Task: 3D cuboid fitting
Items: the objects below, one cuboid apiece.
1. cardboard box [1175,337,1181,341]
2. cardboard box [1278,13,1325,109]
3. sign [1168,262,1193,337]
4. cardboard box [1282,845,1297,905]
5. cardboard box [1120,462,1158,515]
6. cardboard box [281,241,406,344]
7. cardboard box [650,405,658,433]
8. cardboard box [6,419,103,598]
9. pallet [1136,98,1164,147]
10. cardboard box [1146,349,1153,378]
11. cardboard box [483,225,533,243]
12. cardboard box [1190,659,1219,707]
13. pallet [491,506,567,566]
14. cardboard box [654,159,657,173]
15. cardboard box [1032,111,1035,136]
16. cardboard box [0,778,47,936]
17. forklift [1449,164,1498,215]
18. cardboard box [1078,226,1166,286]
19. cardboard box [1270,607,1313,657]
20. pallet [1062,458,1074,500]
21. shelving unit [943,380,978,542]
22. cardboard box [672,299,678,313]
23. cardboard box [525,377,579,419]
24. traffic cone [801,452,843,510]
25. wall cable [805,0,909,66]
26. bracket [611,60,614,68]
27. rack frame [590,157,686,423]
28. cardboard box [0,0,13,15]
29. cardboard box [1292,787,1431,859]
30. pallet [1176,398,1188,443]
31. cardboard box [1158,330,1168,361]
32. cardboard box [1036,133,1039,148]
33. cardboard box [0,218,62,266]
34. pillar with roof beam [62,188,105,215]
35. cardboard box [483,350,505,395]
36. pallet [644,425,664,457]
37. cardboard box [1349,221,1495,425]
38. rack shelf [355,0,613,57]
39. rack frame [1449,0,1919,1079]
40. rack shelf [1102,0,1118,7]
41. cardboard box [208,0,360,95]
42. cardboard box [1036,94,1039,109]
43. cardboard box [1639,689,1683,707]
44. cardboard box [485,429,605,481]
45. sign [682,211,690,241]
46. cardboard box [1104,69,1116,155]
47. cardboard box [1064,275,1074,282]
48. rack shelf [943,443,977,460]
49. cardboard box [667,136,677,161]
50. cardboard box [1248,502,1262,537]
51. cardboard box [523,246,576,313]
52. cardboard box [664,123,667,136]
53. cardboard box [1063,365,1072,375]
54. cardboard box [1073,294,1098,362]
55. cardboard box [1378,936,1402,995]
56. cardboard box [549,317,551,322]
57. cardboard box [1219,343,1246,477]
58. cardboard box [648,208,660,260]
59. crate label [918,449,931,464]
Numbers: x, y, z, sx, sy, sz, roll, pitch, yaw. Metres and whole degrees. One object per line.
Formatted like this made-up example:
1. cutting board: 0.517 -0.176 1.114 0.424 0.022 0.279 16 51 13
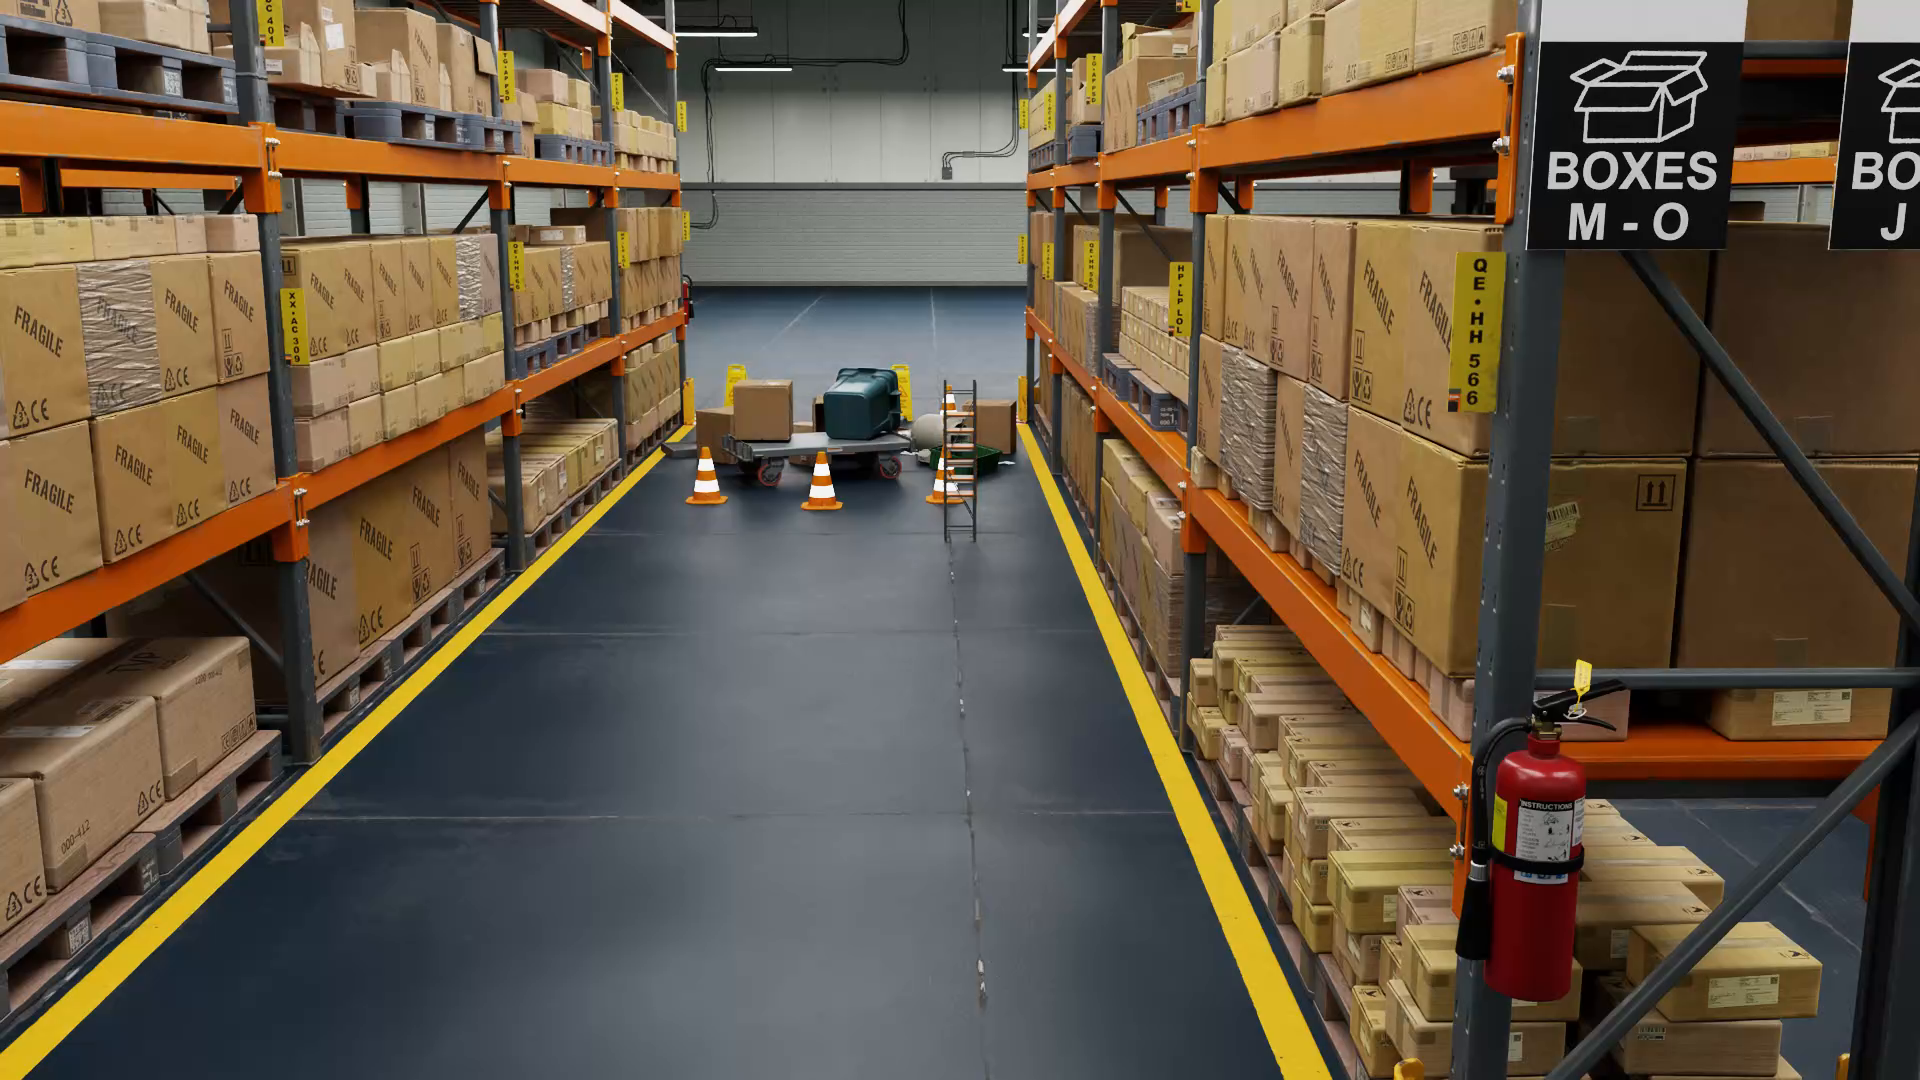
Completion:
1. cardboard box: 1.306 -1.104 8.535 0.380 0.149 0.250 0 11 -1
2. cardboard box: 1.288 -1.490 5.192 0.500 0.250 0.500 0 11 1
3. sign: 0.970 -1.058 7.318 0.100 0.325 0.005 0 11 -1
4. cardboard box: 1.291 1.132 5.551 0.380 0.149 0.250 0 11 0
5. cardboard box: 1.222 -0.300 9.836 0.500 0.250 0.500 0 11 -1
6. cardboard box: -3.190 -1.282 8.565 0.500 0.500 0.500 -1 11 -3
7. cardboard box: -3.365 -1.232 16.945 0.500 0.250 0.500 0 11 -2
8. cardboard box: -3.120 -0.105 5.279 0.500 0.500 0.500 0 11 1
9. pallet: 1.594 -2.201 8.791 1.213 0.211 1.003 0 11 -1
10. cardboard box: 1.279 -1.018 9.608 0.380 0.149 0.250 0 11 0
11. cardboard box: -3.931 -2.667 14.473 0.380 0.149 0.250 0 11 -1
12. cardboard box: 1.213 0.625 7.298 0.380 0.149 0.250 0 11 1
13. pallet: -3.519 -0.037 12.211 1.003 0.211 1.213 0 11 -1
14. cardboard box: -3.382 -3.913 17.392 0.380 0.149 0.250 0 11 -2
15. cardboard box: 1.042 -4.478 17.865 0.500 0.250 0.500 0 11 -2
16. cardboard box: -3.480 1.079 5.083 0.875 0.438 0.875 0 11 0
17. forklift: 4.350 -1.547 12.813 1.130 2.935 3.031 7 13 30
18. cardboard box: 1.388 -2.422 14.186 0.700 0.500 0.500 0 11 -2
19. cardboard box: 1.775 0.378 8.384 0.500 0.500 0.500 0 11 1
20. pallet: 1.451 -0.564 14.809 1.003 0.211 1.213 0 11 -1
21. shelving unit: 0.000 -0.591 12.454 0.258 1.200 0.189 0 11 -1
22. cardboard box: -3.332 -2.592 18.423 0.380 0.149 0.250 0 11 -2
23. cardboard box: -3.868 -1.386 15.818 0.500 0.500 0.500 0 11 -2
24. traffic cone: -1.156 -0.506 13.889 0.336 0.463 0.334 0 11 -1
25. wall cable: -3.079 -15.376 49.385 3.097 2.526 0.112 0 11 -1
26. bracket: -9.776 -13.262 46.242 0.235 0.232 0.430 0 11 -1
27. rack frame: -3.670 -2.839 19.006 1.000 3.000 0.127 0 11 -1
28. cardboard box: -3.231 -1.833 4.947 0.500 0.500 0.500 0 11 0
29. cardboard box: 1.260 0.891 5.240 0.380 0.149 0.250 0 11 1
30. pallet: 1.655 -0.552 8.218 1.003 0.211 1.213 0 11 -1
31. cardboard box: 1.288 -1.062 9.079 0.380 0.149 0.250 0 11 -1
32. cardboard box: 0.990 -4.160 17.302 0.380 0.149 0.250 0 11 -2
33. cardboard box: -3.114 -0.947 5.285 0.380 0.149 0.250 0 11 -1
34. pillar with roof beam: -5.215 -5.633 17.692 9.100 9.000 0.400 0 11 -1
35. cardboard box: -3.234 -1.075 10.692 0.500 0.250 0.500 -1 11 -3
36. pallet: -3.665 -1.053 17.220 1.003 0.211 1.213 0 11 -1
37. cardboard box: 1.339 -0.574 4.329 0.500 0.500 0.500 -1 11 -3
38. rack shelf: -3.546 -4.037 12.642 1.077 0.370 4.000 0 11 -1
39. rack frame: 1.611 0.302 3.528 0.949 2.616 0.053 0 11 -1
40. rack shelf: 1.484 -3.283 8.922 1.077 0.370 4.000 0 11 -1
41. cardboard box: -3.150 -2.354 7.768 0.500 0.500 0.500 0 11 -2
42. cardboard box: 0.991 -4.551 17.222 0.380 0.149 0.250 0 11 -2
43. cardboard box: 1.882 0.309 4.126 0.380 0.149 0.250 0 11 1
44. cardboard box: -3.556 -0.714 14.088 0.950 0.372 0.625 0 11 2
45. sign: -3.115 -3.559 18.851 0.100 0.325 0.005 0 11 -1
46. cardboard box: 1.188 -2.693 10.494 0.500 0.500 0.500 0 11 -1
47. cardboard box: 1.340 -2.231 15.632 0.875 0.550 0.550 0 11 -1
48. rack shelf: 0.000 -0.665 12.439 0.258 0.103 0.180 0 11 -1
49. cardboard box: -3.390 -4.280 18.197 0.500 0.250 0.500 0 11 -2
50. cardboard box: 1.281 -0.104 6.162 0.380 0.149 0.250 0 11 0
51. cardboard box: -3.320 -2.048 13.053 0.500 0.500 0.500 -1 11 -3
52. cardboard box: -3.401 -4.459 18.075 0.380 0.149 0.250 0 11 0
53. cardboard box: 1.417 -1.374 16.073 0.875 0.875 0.875 0 11 0
54. cardboard box: 1.145 -1.625 12.771 0.500 0.500 0.500 0 11 -2
55. cardboard box: 1.360 1.191 4.509 0.380 0.149 0.250 -1 11 -2
56. cardboard box: -3.370 -1.666 12.800 0.380 0.149 0.250 0 11 1
57. cardboard box: 1.301 -0.491 6.433 0.500 0.500 0.500 0 11 -1
58. cardboard box: -3.351 -3.018 16.377 0.700 0.500 0.500 0 11 -2
59. crate label: -0.256 -0.807 16.193 0.298 0.136 0.250 -10 15 -40
